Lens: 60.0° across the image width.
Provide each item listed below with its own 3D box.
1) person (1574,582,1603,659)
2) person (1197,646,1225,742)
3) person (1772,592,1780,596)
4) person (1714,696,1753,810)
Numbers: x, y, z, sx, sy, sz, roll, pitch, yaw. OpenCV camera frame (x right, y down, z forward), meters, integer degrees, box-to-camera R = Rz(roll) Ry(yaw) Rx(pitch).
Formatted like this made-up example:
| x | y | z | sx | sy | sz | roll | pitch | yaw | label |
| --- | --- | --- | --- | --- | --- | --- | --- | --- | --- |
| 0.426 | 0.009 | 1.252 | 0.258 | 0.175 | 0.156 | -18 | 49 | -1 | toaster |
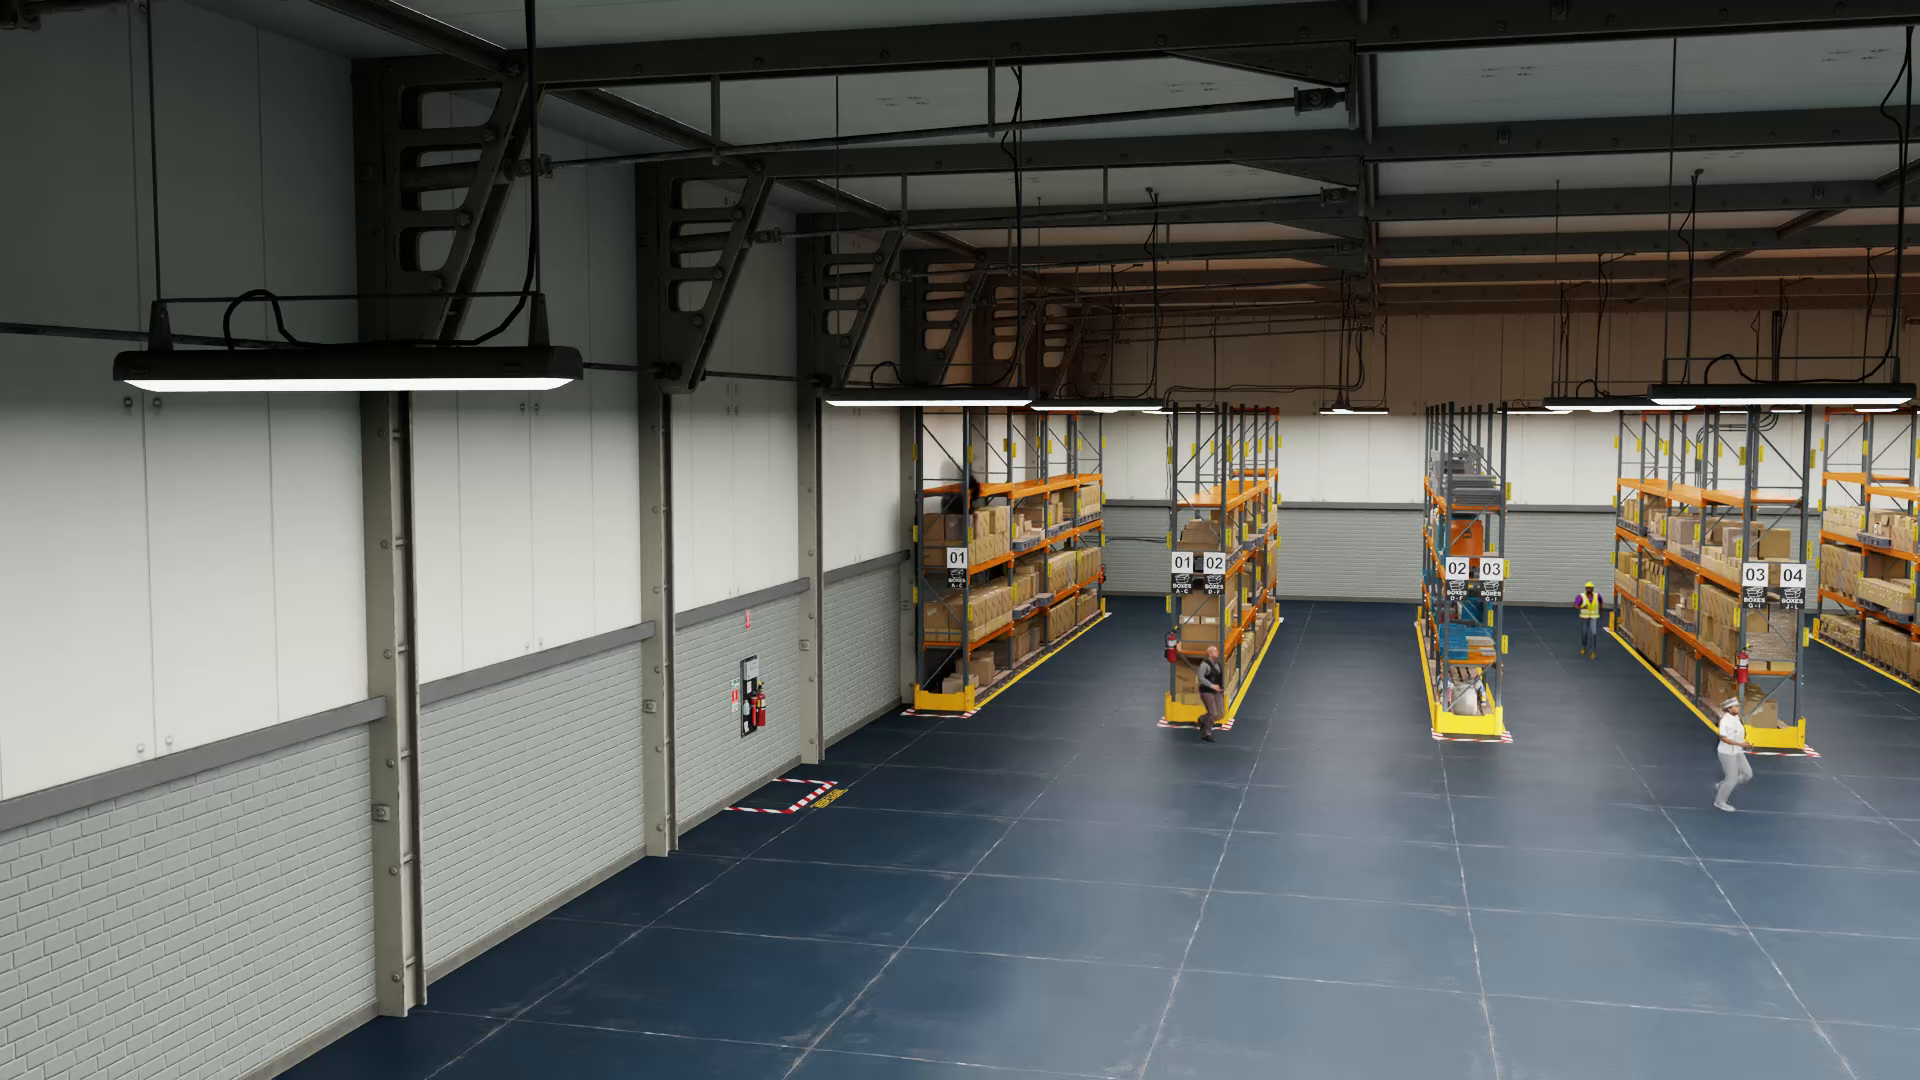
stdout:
| x | y | z | sx | sy | sz | roll | pitch | yaw | label |
| --- | --- | --- | --- | --- | --- | --- | --- | --- | --- |
| 14.988 | 1.909 | 39.668 | 0.689 | 1.841 | 0.810 | 1 | 4 | 15 | person |
| 4.458 | 2.715 | 29.496 | 0.619 | 1.682 | 0.705 | 4 | 6 | 43 | person |
| 20.778 | 1.741 | 42.364 | 0.762 | 1.712 | 0.603 | 1 | 4 | 14 | person |
| 11.266 | 3.102 | 24.186 | 0.537 | 1.671 | 0.624 | 4 | 6 | 44 | person |
